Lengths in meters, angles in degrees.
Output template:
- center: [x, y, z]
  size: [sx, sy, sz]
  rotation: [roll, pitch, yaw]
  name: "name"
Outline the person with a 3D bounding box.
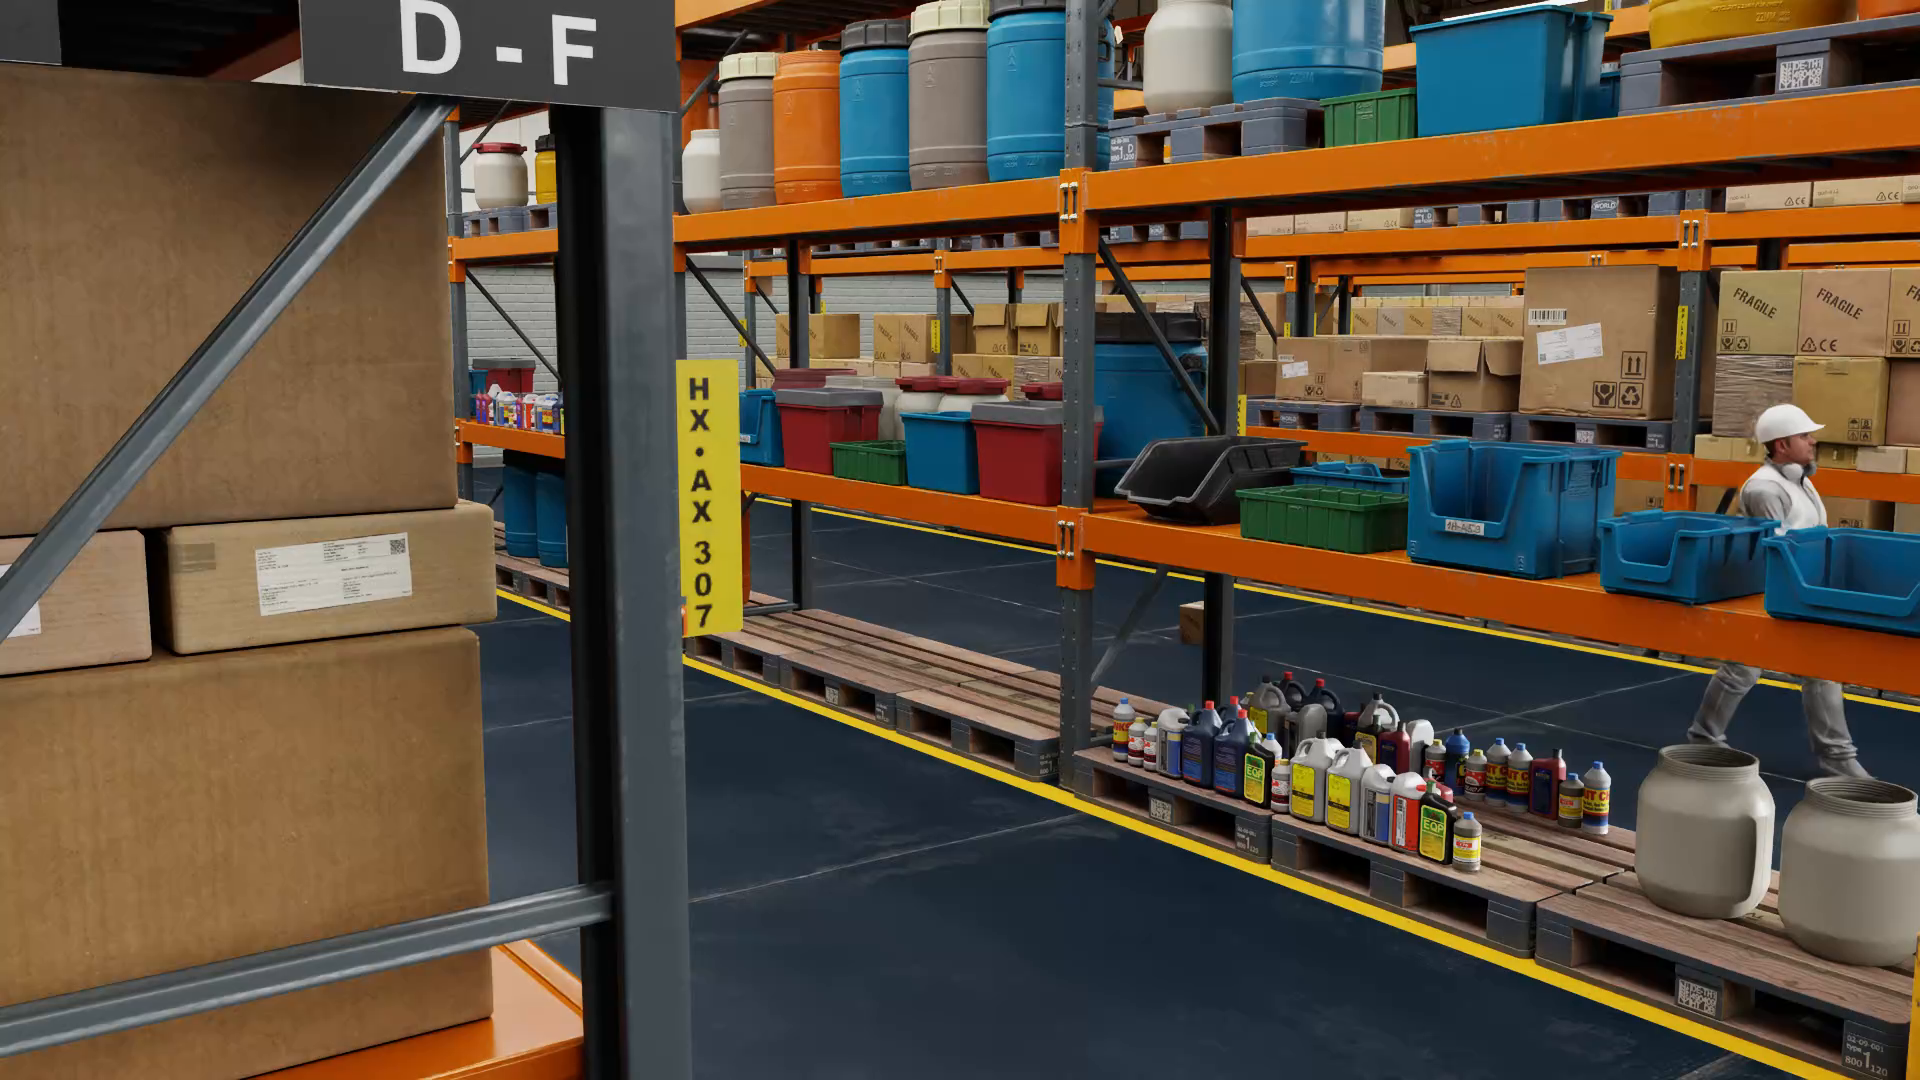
- center: [3.907, 0.264, 7.825]
  size: [0.533, 1.796, 0.849]
  rotation: [-7, 10, -40]
  name: "person"
